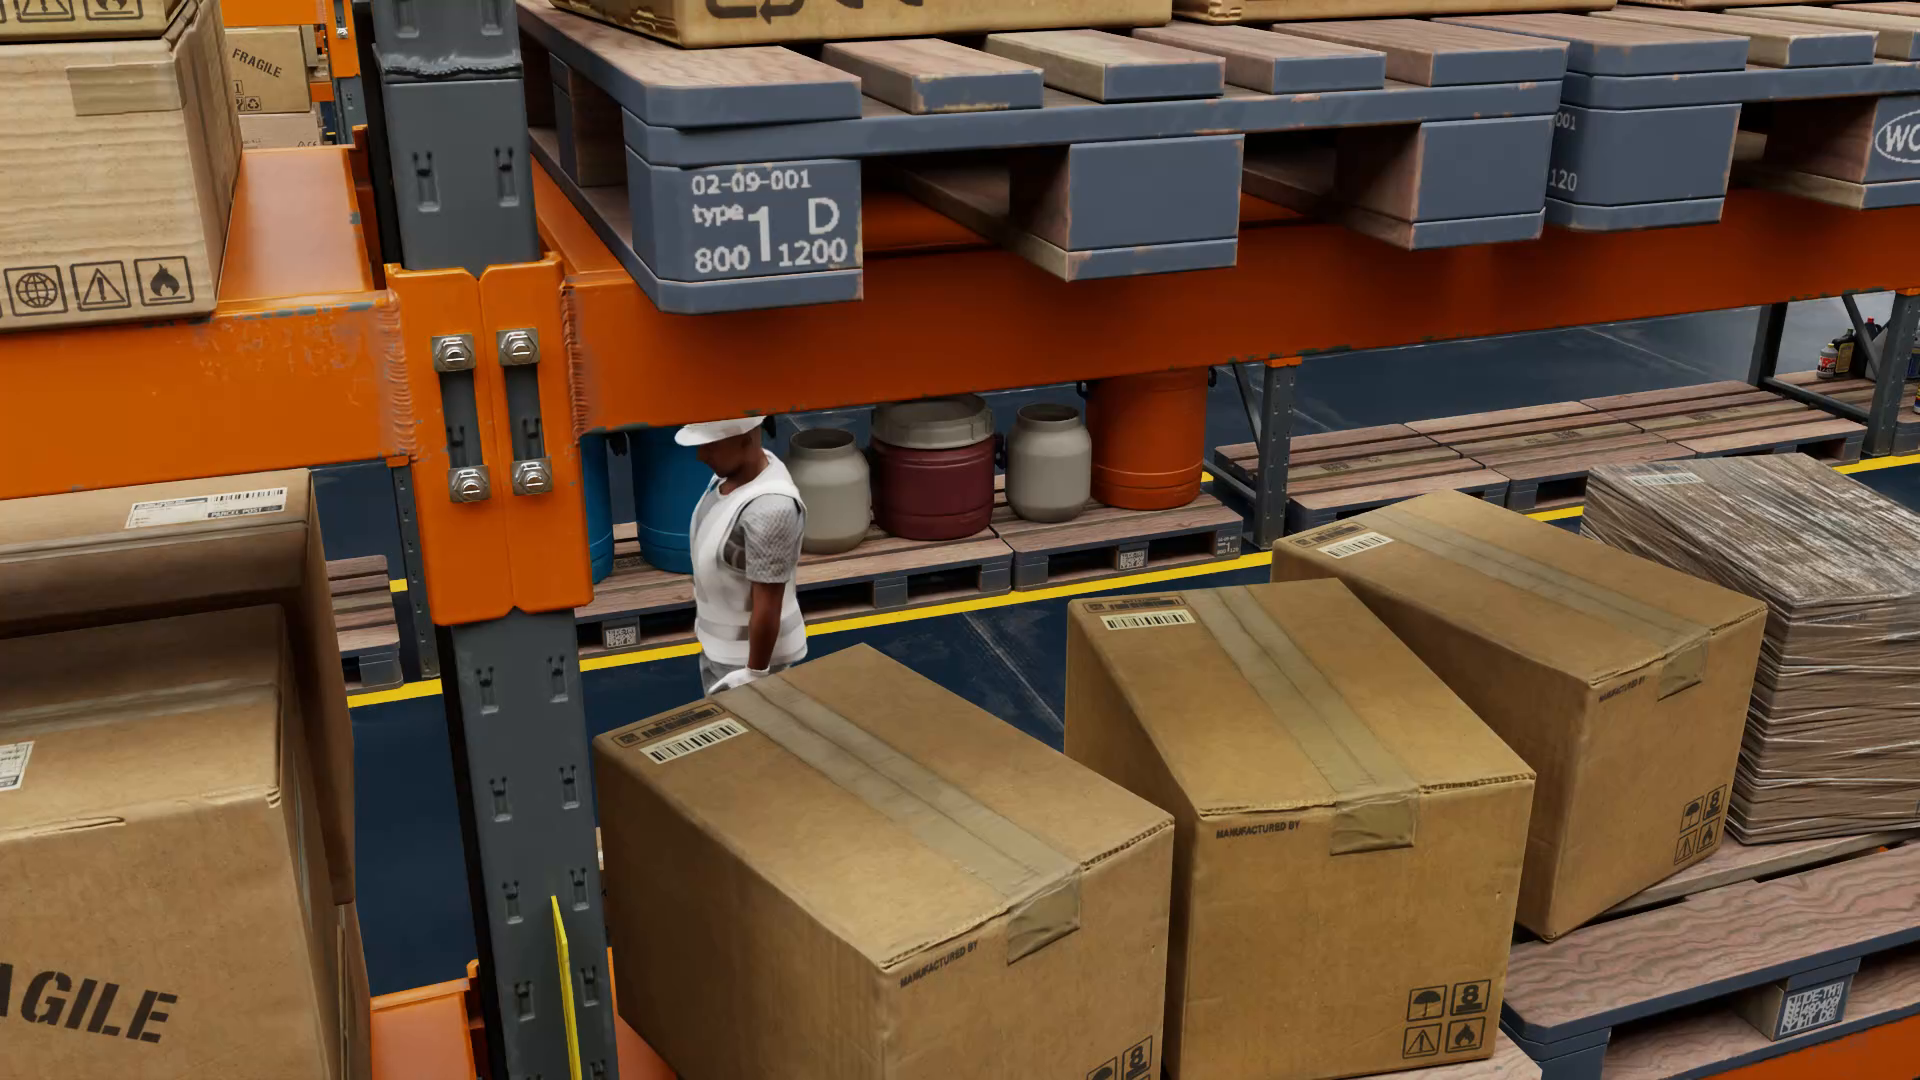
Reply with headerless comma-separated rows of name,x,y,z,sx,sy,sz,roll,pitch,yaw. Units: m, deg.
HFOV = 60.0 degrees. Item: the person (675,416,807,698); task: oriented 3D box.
person,-0.669,0.345,5.244,0.367,1.775,0.551,-8,24,-18
